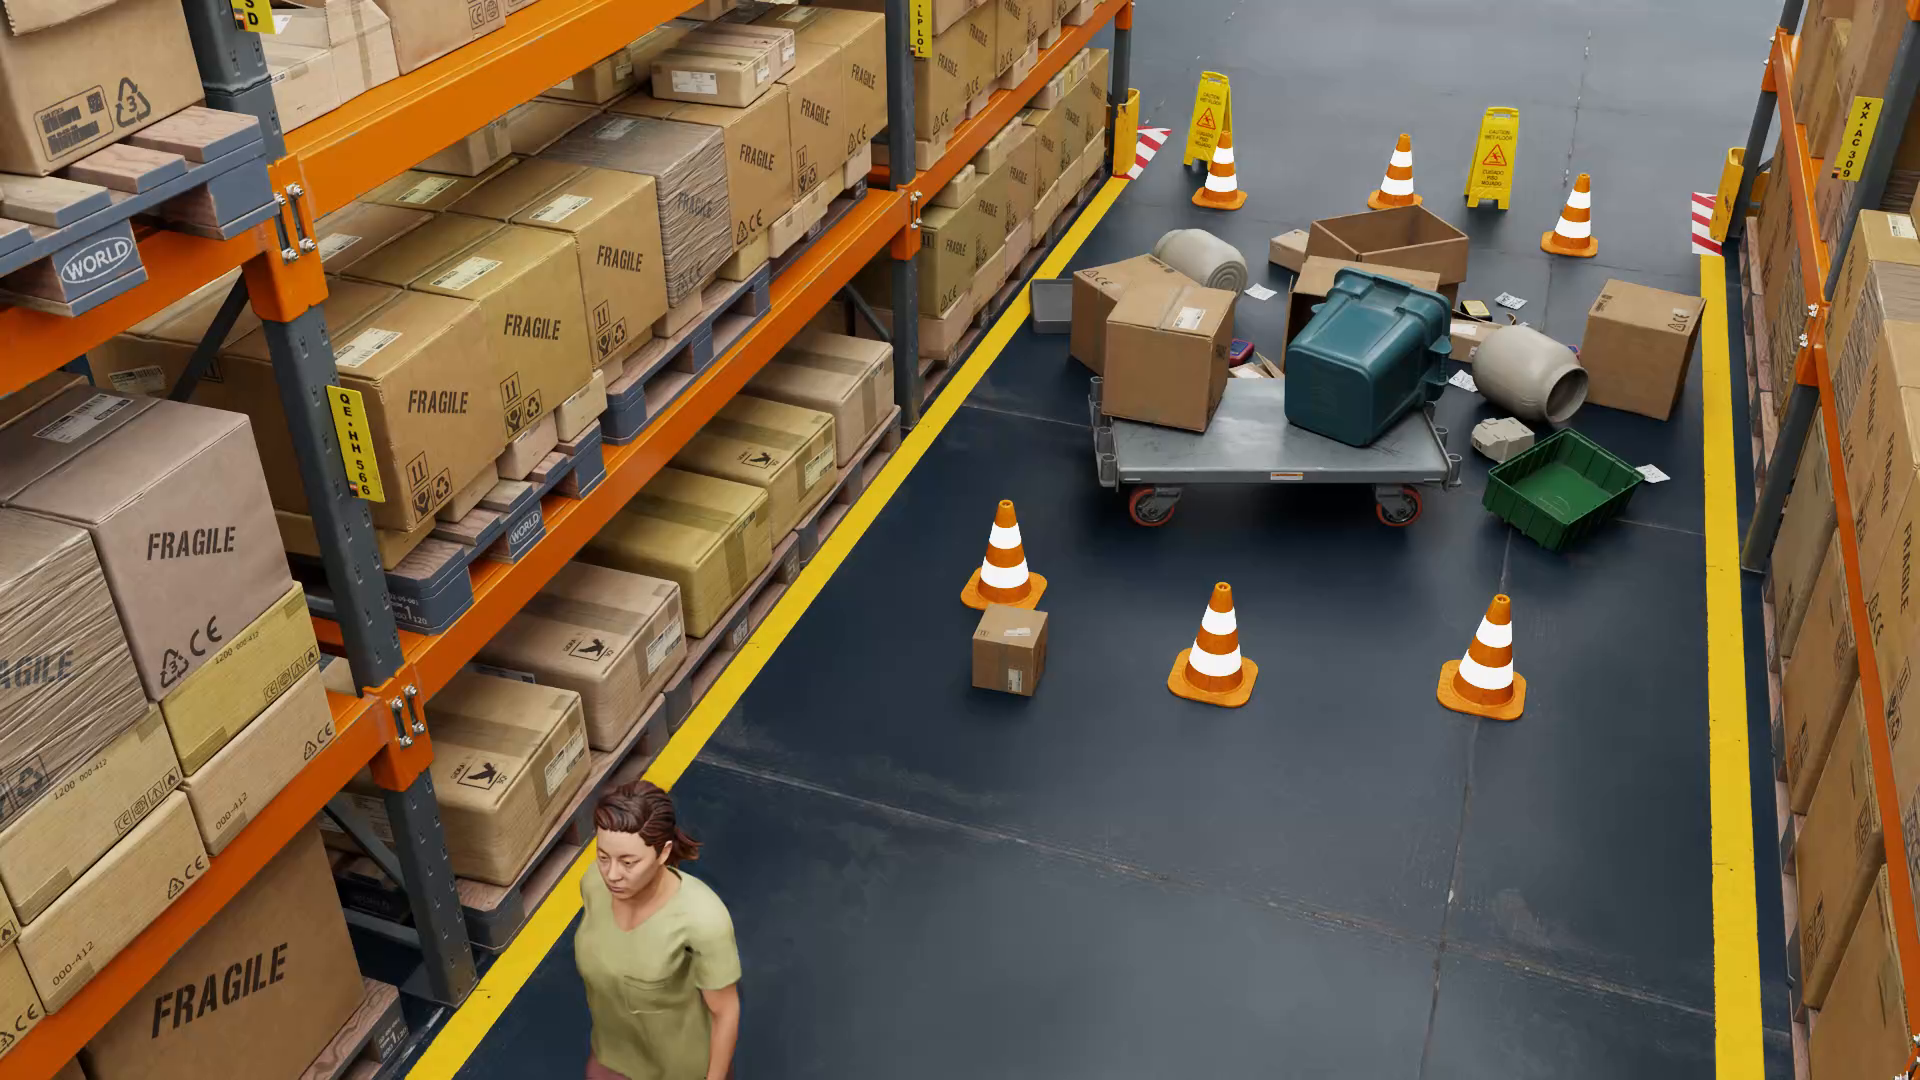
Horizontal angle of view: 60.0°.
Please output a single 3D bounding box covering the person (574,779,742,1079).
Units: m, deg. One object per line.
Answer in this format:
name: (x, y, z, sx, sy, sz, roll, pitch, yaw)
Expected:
person: (-0.775, 1.331, 4.117, 0.478, 1.659, 0.861, 12, 35, 18)
